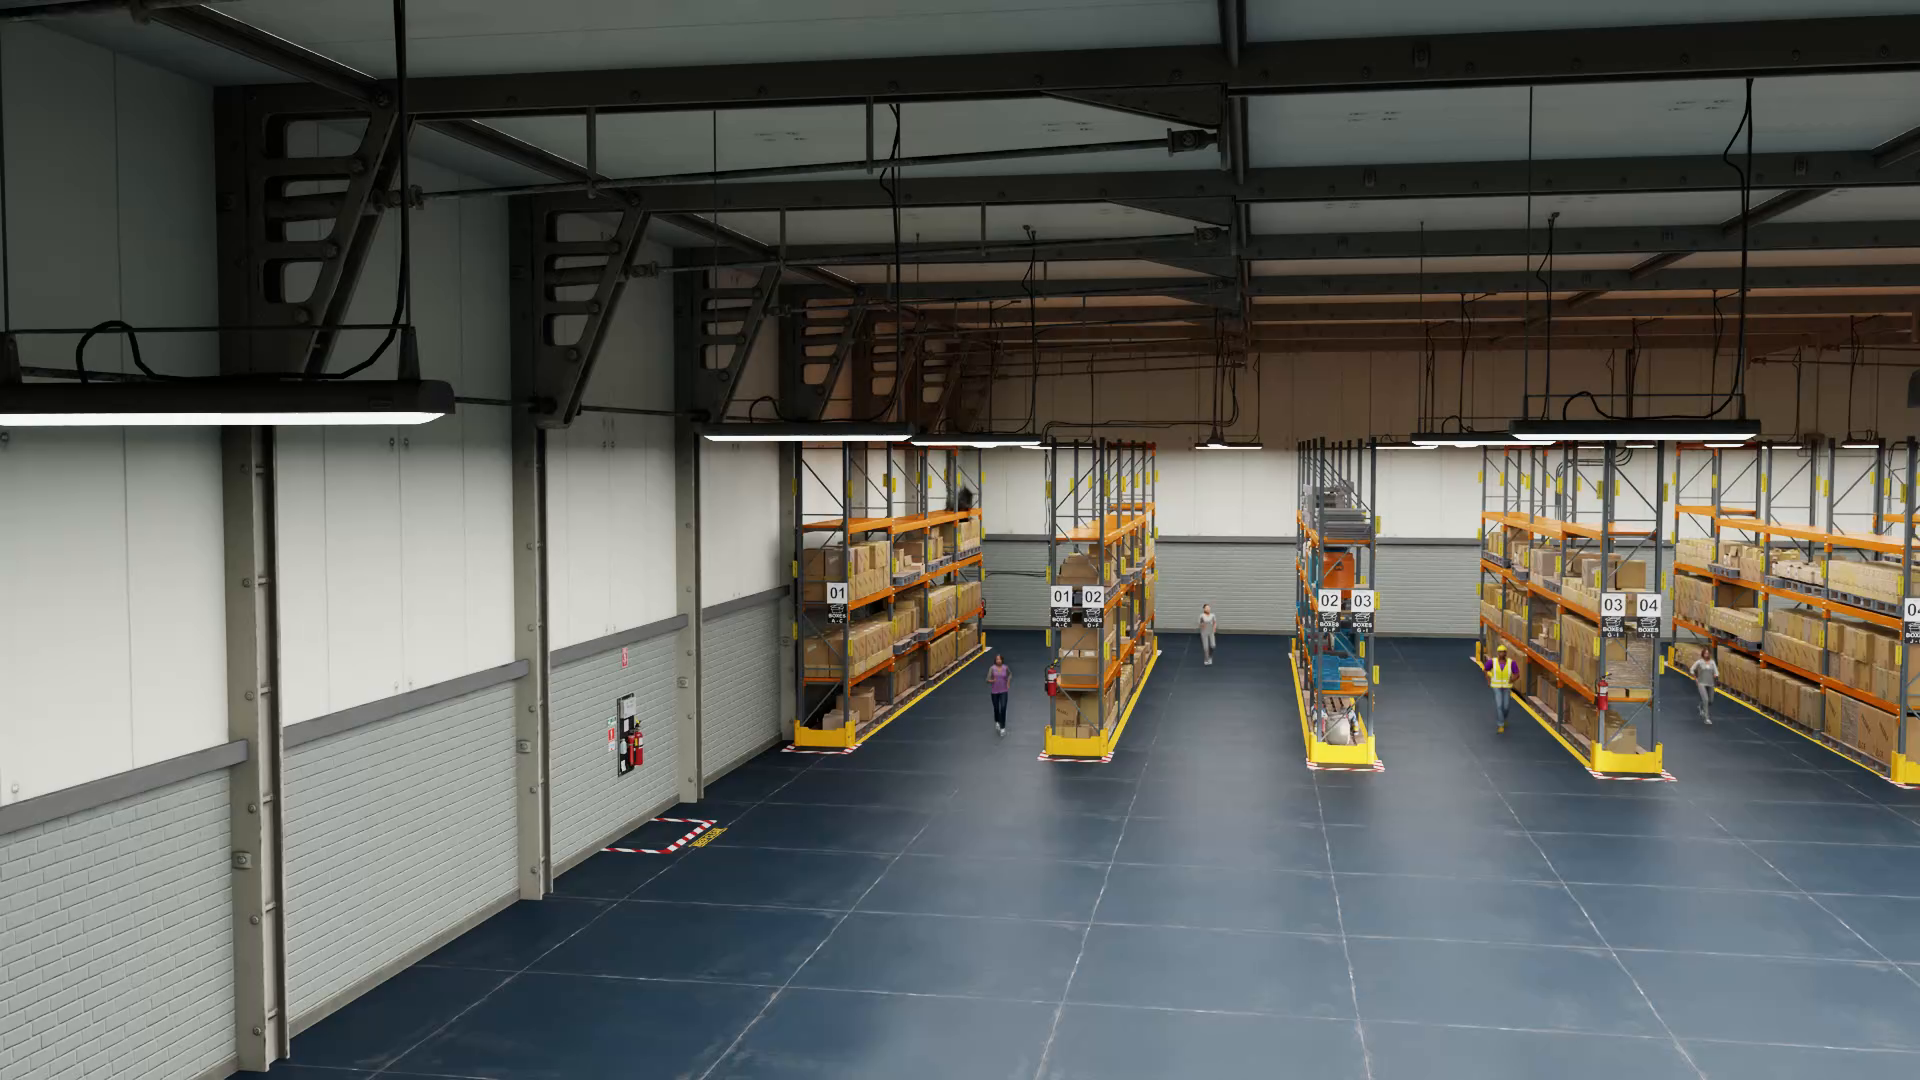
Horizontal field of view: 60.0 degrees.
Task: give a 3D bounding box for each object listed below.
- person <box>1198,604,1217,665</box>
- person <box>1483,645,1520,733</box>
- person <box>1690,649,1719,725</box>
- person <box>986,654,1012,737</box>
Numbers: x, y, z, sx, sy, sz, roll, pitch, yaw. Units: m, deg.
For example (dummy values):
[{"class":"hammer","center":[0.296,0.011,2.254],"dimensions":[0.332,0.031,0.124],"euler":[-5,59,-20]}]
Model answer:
[{"class":"person","center":[6.646,2.537,44.539],"dimensions":[0.549,1.649,0.604],"euler":[0,3,-2]},{"class":"person","center":[11.115,3.036,34.128],"dimensions":[0.706,1.767,0.826],"euler":[1,3,13]},{"class":"person","center":[15.718,3.072,35.089],"dimensions":[0.547,1.570,0.822],"euler":[0,3,3]},{"class":"person","center":[0.790,3.118,33.754],"dimensions":[0.531,1.621,0.805],"euler":[0,3,1]}]
